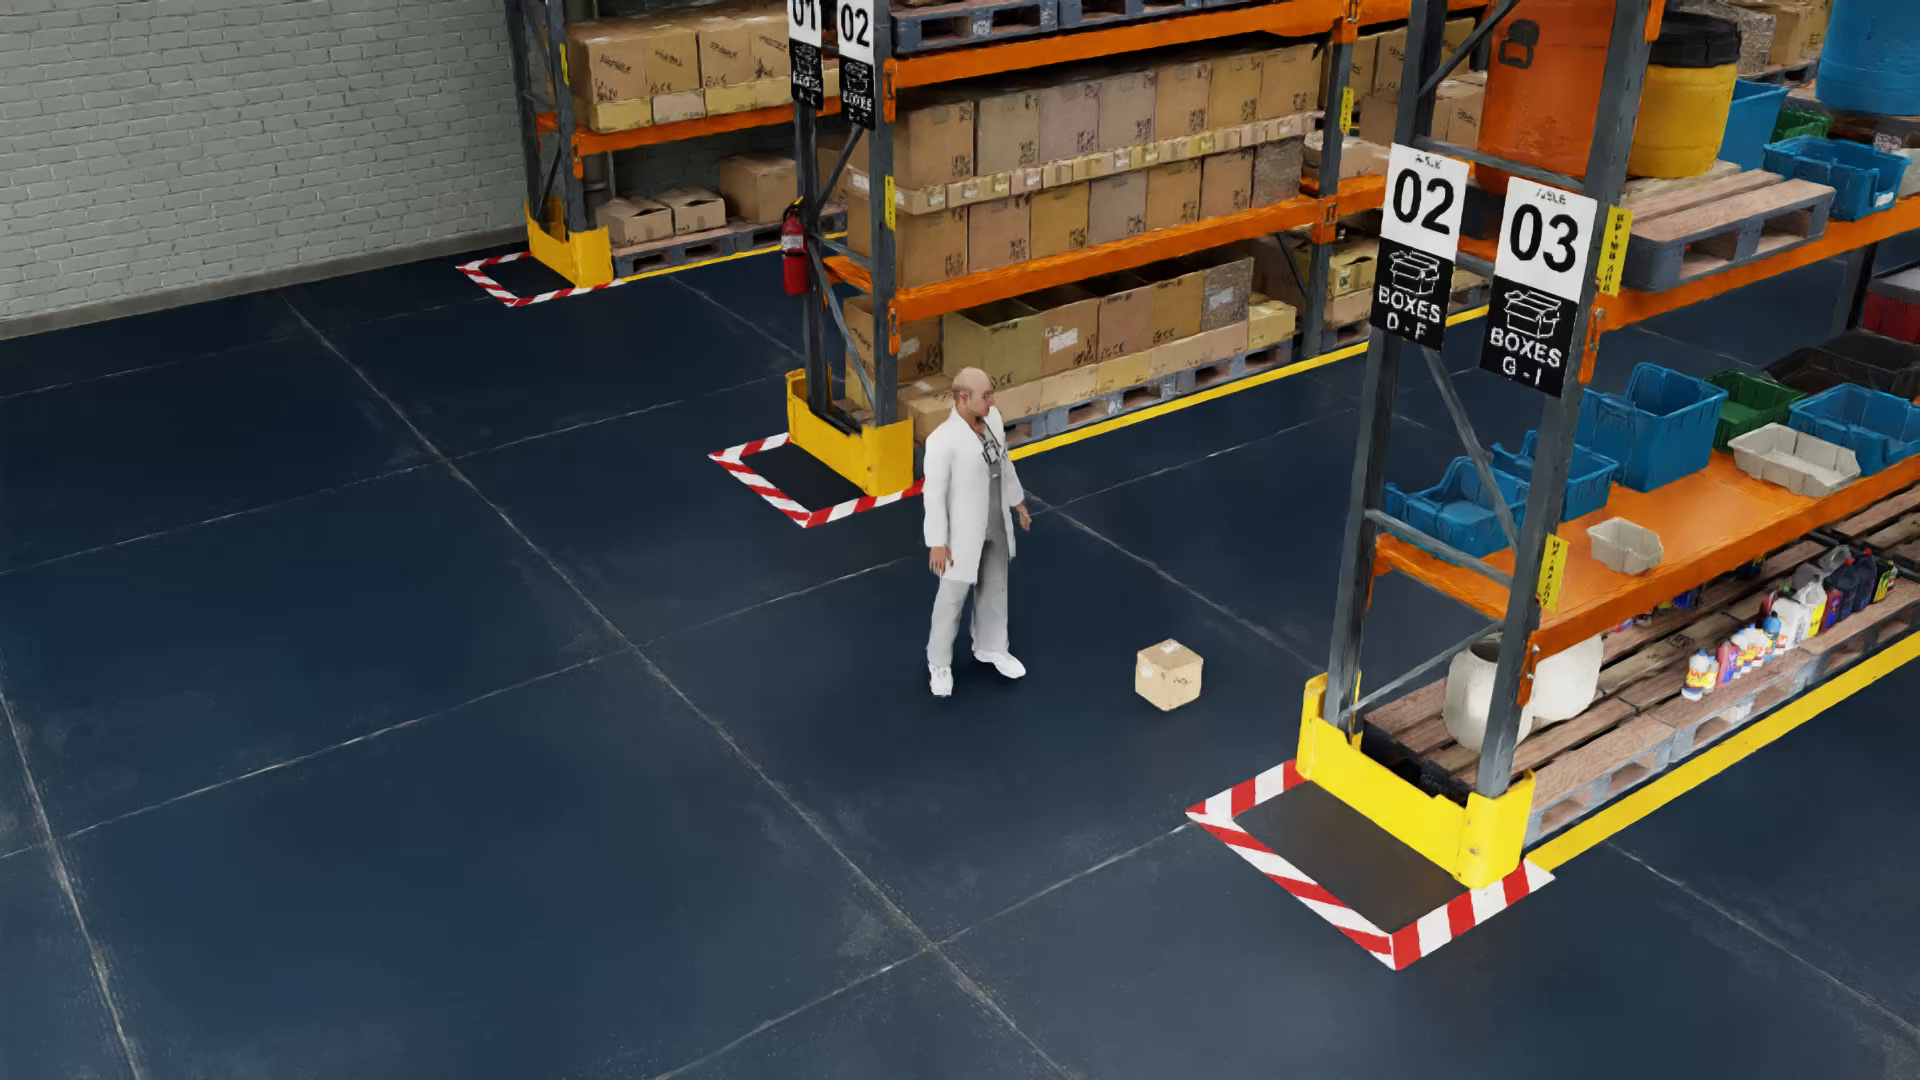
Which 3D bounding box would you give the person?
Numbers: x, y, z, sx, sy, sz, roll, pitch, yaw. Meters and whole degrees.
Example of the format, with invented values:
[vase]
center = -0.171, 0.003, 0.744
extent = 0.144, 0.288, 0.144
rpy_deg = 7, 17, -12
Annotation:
[person]
center = 0.103, -0.064, 8.706
extent = 0.506, 1.786, 0.689
rpy_deg = 22, 35, 35
